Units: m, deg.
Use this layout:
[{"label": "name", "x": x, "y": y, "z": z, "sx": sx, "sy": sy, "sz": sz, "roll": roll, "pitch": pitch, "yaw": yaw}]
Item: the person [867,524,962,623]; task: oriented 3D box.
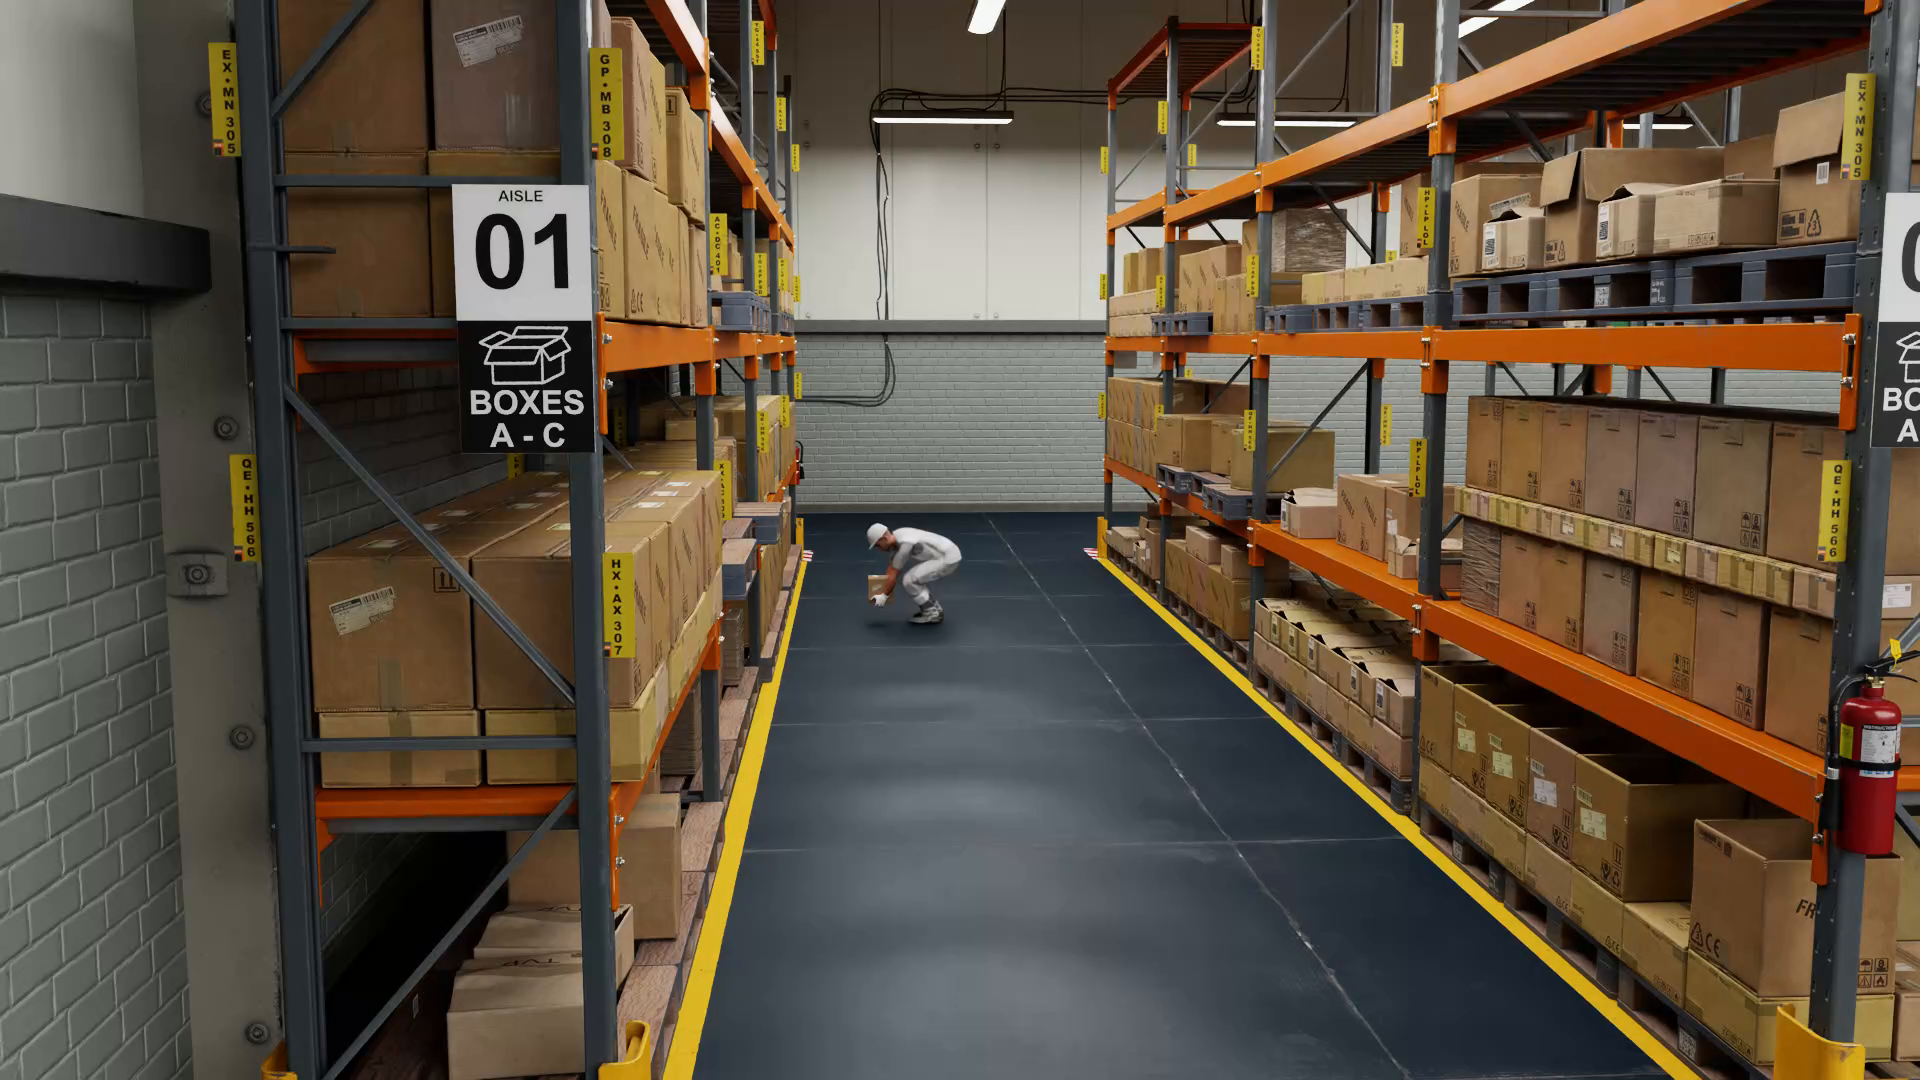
[{"label": "person", "x": -0.448, "y": 0.322, "z": 16.358, "sx": 0.929, "sy": 0.983, "sz": 0.526, "roll": -1, "pitch": 7, "yaw": -6}]
